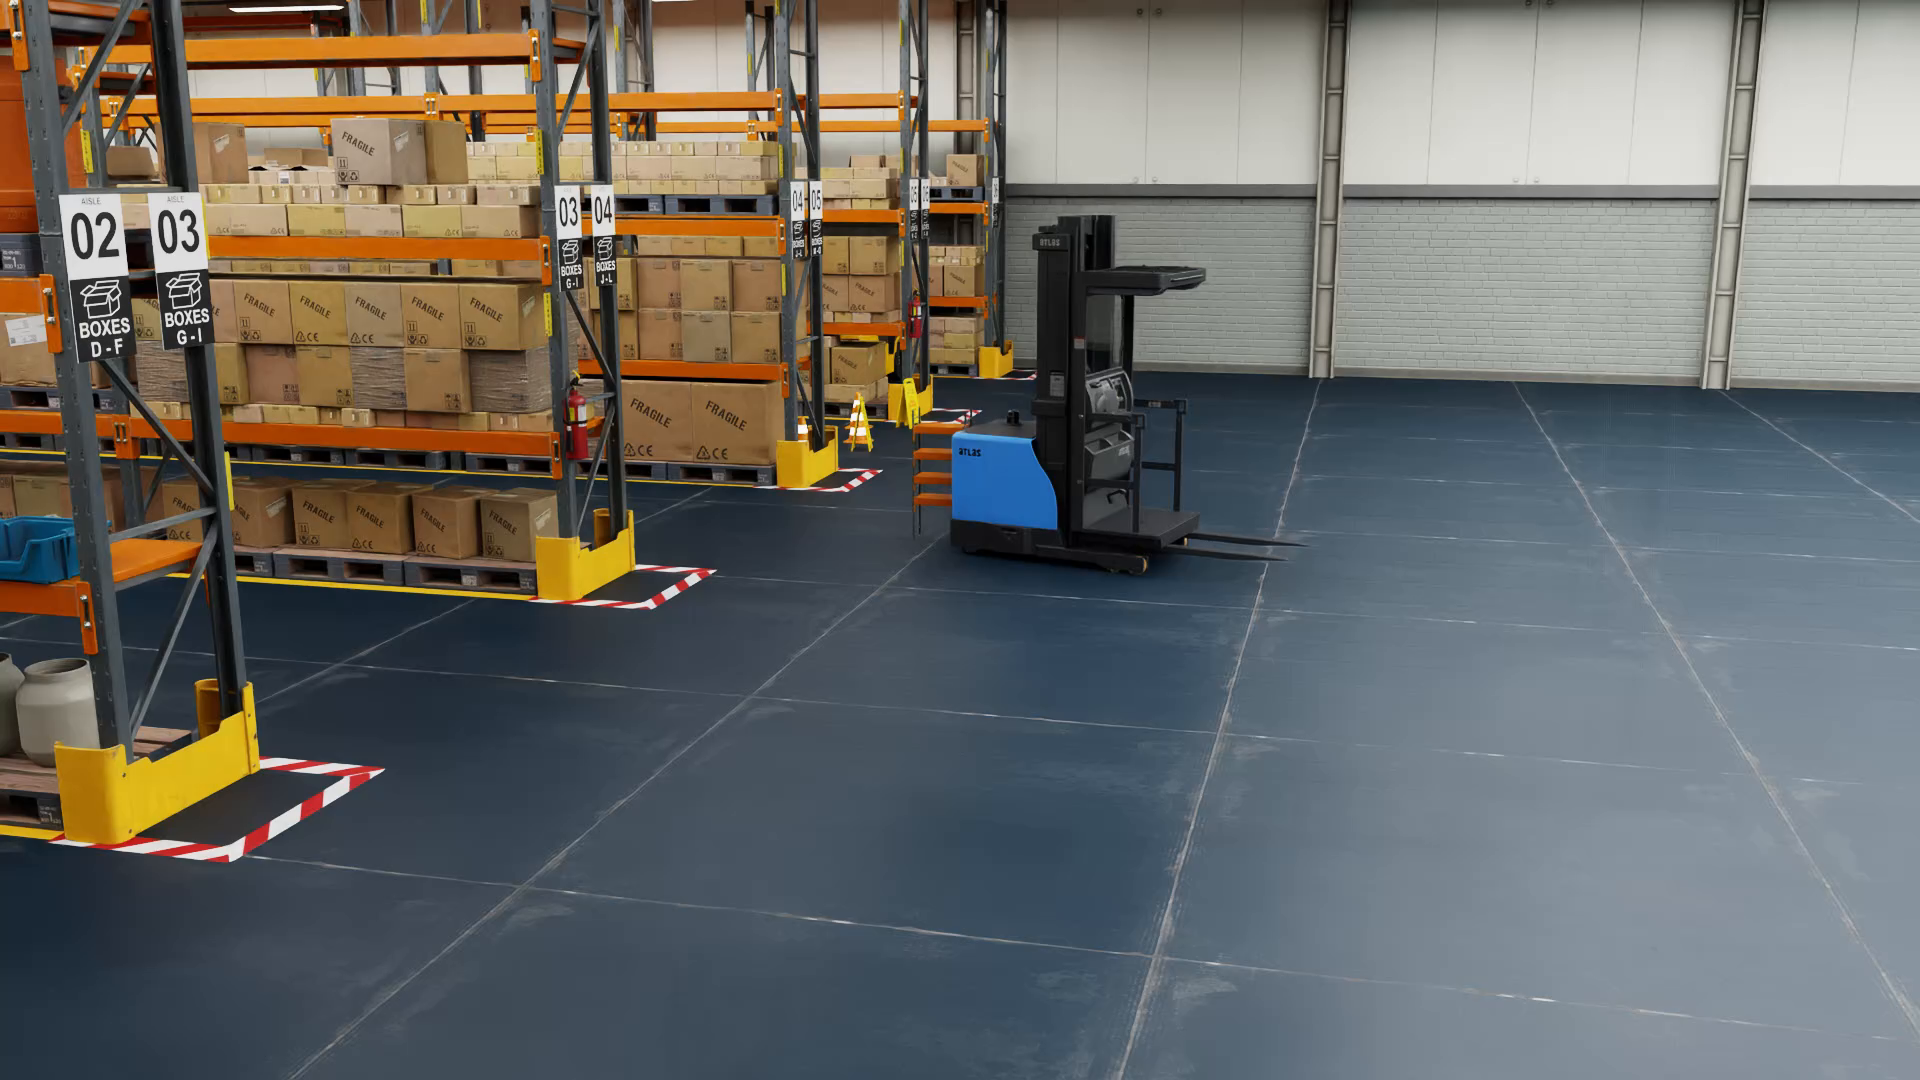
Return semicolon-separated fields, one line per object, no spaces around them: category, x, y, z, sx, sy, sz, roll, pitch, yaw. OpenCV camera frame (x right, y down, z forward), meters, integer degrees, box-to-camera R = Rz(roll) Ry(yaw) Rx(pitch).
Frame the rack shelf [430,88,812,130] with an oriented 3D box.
rack shelf;-3.635;-4.633;17.942;4.000;0.370;1.077;3;13;14

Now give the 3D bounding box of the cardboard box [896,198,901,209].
cardboard box;-0.850;-4.621;22.806;0.250;0.149;0.380;3;13;14

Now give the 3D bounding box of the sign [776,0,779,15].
sign;-1.837;-5.457;16.732;0.005;0.325;0.100;3;13;14

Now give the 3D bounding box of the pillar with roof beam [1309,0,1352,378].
pillar with roof beam;4.914;-6.175;22.307;0.400;9.000;9.100;3;13;14

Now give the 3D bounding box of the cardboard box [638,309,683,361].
cardboard box;-3.117;-2.310;18.388;0.550;0.550;0.875;3;13;14

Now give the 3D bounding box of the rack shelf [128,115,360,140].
rack shelf;-10.314;-6.095;24.529;4.000;0.370;1.077;3;13;14

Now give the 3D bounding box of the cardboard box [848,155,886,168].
cardboard box;-1.437;-6.090;27.411;0.637;0.503;0.797;3;13;15

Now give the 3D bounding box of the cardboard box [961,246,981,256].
cardboard box;0.182;-4.722;27.195;0.250;0.149;0.380;3;13;14

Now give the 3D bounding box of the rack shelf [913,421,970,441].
rack shelf;-0.161;-0.978;15.074;0.480;0.148;0.258;3;13;14

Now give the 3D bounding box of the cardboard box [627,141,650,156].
cardboard box;-3.336;-4.144;17.617;0.250;0.149;0.380;3;13;13

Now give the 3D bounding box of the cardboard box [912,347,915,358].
cardboard box;-0.916;-3.114;27.738;0.500;0.250;0.500;3;13;14

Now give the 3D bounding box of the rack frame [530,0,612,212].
rack frame;-2.980;-4.038;12.676;0.127;3.000;1.000;3;13;14

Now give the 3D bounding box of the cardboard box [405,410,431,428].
cardboard box;-4.276;-1.011;13.463;0.250;0.149;0.380;3;13;14

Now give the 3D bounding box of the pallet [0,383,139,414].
pallet;-7.571;-1.294;14.598;1.213;0.211;1.003;3;13;14

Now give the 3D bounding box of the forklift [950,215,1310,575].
forklift;1.463;-1.267;14.194;3.031;2.935;1.130;6;14;27

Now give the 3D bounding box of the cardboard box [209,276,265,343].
cardboard box;-6.002;-1.897;13.648;0.500;0.500;0.500;3;13;14

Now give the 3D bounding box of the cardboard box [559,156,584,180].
cardboard box;-4.189;-4.009;17.927;0.500;0.250;0.500;3;13;13

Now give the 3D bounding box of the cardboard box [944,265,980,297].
cardboard box;0.039;-4.257;27.279;0.500;0.500;0.500;3;13;12

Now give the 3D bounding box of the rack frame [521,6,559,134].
rack frame;-7.187;-7.581;28.645;0.127;3.000;1.000;3;13;14

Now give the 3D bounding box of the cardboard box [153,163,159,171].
cardboard box;-14.583;-6.772;30.429;0.500;0.250;0.500;3;13;13

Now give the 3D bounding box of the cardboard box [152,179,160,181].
cardboard box;-9.175;-4.107;19.290;0.250;0.149;0.380;3;13;11

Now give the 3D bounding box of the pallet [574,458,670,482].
pallet;-3.669;-0.875;18.705;1.213;0.211;1.003;3;13;14

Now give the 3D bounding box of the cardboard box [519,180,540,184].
cardboard box;-4.568;-3.821;18.000;0.250;0.149;0.380;3;13;13

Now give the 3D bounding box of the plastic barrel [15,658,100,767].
plastic barrel;-4.824;0.924;8.936;0.421;0.512;0.421;0;13;0

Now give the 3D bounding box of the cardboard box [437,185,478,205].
cardboard box;-3.841;-2.673;12.875;0.250;0.149;0.380;2;13;11

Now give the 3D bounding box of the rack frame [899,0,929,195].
rack frame;-0.606;-6.122;22.068;0.127;3.000;1.000;3;13;14

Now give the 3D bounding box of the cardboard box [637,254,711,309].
cardboard box;-3.112;-2.842;18.294;0.550;0.550;0.875;3;13;14

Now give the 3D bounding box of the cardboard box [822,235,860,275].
cardboard box;-1.643;-3.884;22.605;0.500;0.500;0.700;3;13;14

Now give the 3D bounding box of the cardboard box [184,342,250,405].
cardboard box;-5.964;-1.441;13.904;0.500;0.500;0.875;3;13;14

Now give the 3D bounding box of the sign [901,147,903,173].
sign;-0.758;-4.974;21.776;0.005;0.325;0.100;3;13;14

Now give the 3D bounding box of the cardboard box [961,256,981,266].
cardboard box;0.176;-4.562;27.158;0.250;0.149;0.380;3;13;14

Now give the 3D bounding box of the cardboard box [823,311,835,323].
cardboard box;-1.793;-3.060;22.696;0.250;0.149;0.380;3;13;15

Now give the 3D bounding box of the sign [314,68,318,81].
sign;-11.218;-8.170;28.961;0.005;0.325;0.100;3;13;14

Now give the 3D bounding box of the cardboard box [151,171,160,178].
cardboard box;-9.951;-4.161;19.924;0.500;0.500;0.500;3;13;14

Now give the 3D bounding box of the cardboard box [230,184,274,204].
cardboard box;-5.602;-2.767;13.298;0.250;0.149;0.380;3;13;12

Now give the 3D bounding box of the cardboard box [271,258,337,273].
cardboard box;-7.541;-2.995;19.286;0.500;0.500;0.700;3;13;13

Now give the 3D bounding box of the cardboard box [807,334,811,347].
cardboard box;-2.062;-2.744;22.843;0.250;0.149;0.380;3;13;14

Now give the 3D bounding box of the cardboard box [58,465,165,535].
cardboard box;-7.454;-0.348;14.648;0.500;0.500;0.700;2;13;9

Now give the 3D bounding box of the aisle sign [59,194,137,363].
aisle sign;-4.168;-1.271;8.051;0.004;0.787;0.394;3;13;14

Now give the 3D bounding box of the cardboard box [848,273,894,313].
cardboard box;-1.199;-3.358;22.541;0.500;0.500;0.500;3;13;13

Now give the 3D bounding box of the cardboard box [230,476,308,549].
cardboard box;-5.927;-0.244;14.228;0.500;0.500;0.500;8;15;31

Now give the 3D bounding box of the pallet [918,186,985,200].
pallet;-0.100;-5.701;27.298;1.213;0.211;1.003;3;13;14

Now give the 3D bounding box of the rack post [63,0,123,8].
rack post;-4.870;-2.819;8.333;0.954;0.300;0.937;5;13;20

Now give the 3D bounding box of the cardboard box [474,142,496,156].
cardboard box;-5.057;-4.236;18.032;0.250;0.149;0.380;3;13;13

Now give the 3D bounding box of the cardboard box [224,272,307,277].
cardboard box;-5.875;-2.008;14.149;0.500;0.500;0.500;3;13;14

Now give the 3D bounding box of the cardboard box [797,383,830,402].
cardboard box;-1.956;-2.070;23.033;0.500;0.250;0.500;3;13;14

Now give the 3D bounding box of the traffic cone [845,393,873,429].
traffic cone;-1.332;-1.706;21.871;0.334;0.463;0.336;3;13;14

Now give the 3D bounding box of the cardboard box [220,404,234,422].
cardboard box;-5.993;-1.086;13.800;0.250;0.149;0.380;3;13;14

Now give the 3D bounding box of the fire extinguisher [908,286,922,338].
fire extinguisher;-0.605;-3.053;22.263;0.183;0.674;0.296;3;13;14

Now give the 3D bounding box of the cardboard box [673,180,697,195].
cardboard box;-2.837;-3.728;17.584;0.250;0.149;0.380;3;13;14

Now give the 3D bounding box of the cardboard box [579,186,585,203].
cardboard box;-3.192;-2.758;13.257;0.250;0.149;0.380;3;13;13

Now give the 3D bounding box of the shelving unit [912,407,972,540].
shelving unit;-0.161;-0.594;15.159;0.503;1.200;0.258;3;13;14

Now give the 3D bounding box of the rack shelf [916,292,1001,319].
rack shelf;-1.362;-3.990;27.970;4.000;0.370;1.077;3;13;14

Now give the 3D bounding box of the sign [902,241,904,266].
sign;-0.758;-3.797;22.037;0.005;0.325;0.100;3;13;14

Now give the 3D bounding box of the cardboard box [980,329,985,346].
cardboard box;0.173;-3.412;27.929;0.500;0.250;0.500;3;13;15

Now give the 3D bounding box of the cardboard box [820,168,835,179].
cardboard box;-1.732;-4.935;22.381;0.250;0.149;0.380;3;13;14

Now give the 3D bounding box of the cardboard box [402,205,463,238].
cardboard box;-3.994;-2.498;13.003;0.500;0.250;0.500;3;13;14

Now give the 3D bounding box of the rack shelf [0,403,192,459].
rack shelf;-8.805;-1.070;14.807;4.000;0.370;1.077;3;13;14

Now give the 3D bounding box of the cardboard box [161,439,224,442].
cardboard box;-8.891;-1.619;19.845;0.750;0.750;1.050;3;13;13
